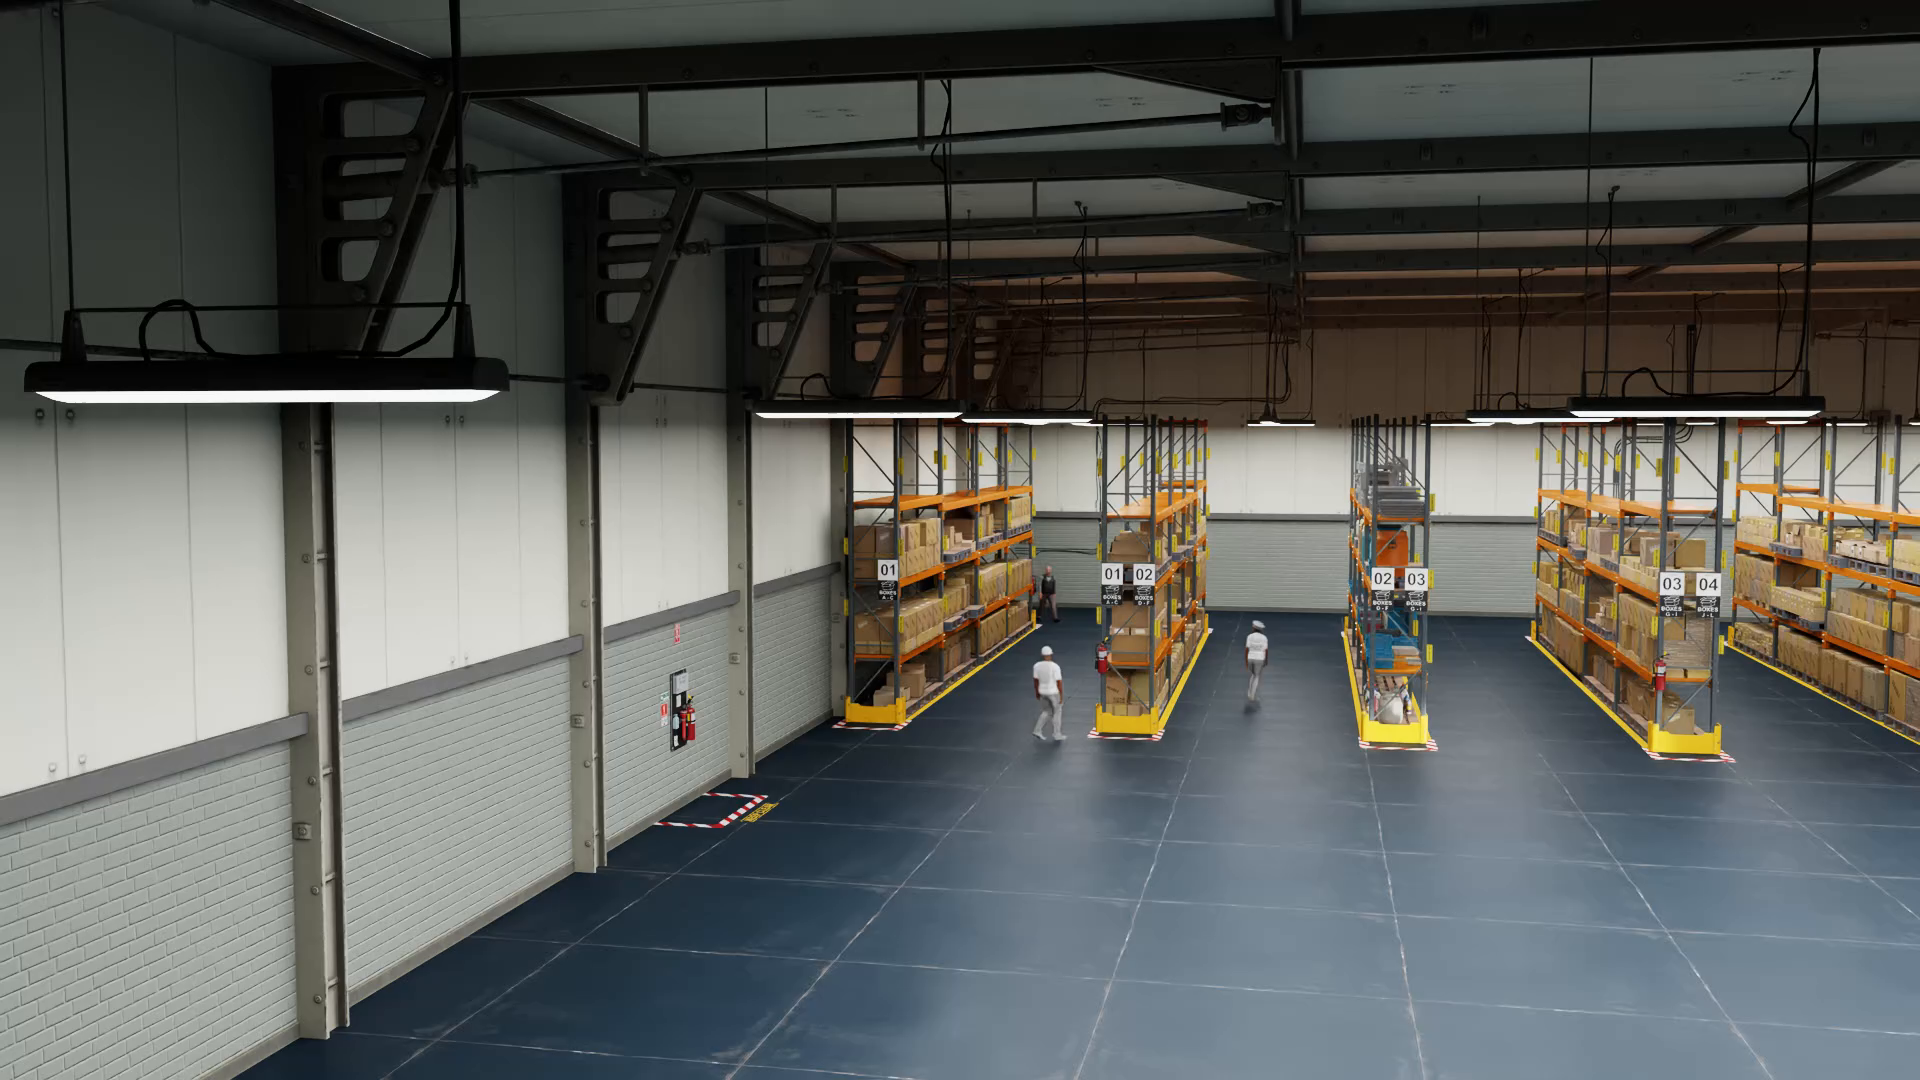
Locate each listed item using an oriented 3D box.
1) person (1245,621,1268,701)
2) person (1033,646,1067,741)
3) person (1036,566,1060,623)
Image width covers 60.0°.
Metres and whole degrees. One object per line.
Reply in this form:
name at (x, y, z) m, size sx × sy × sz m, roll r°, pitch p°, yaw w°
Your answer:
person at (6.258, 2.554, 34.963) m, size 0.462 × 1.725 × 0.438 m, roll -4°, pitch 5°, yaw -43°
person at (1.679, 2.823, 30.657) m, size 0.567 × 1.764 × 0.598 m, roll -4°, pitch 5°, yaw -44°
person at (2.617, 1.621, 49.235) m, size 0.581 × 1.661 × 1.035 m, roll -1°, pitch 4°, yaw -18°
